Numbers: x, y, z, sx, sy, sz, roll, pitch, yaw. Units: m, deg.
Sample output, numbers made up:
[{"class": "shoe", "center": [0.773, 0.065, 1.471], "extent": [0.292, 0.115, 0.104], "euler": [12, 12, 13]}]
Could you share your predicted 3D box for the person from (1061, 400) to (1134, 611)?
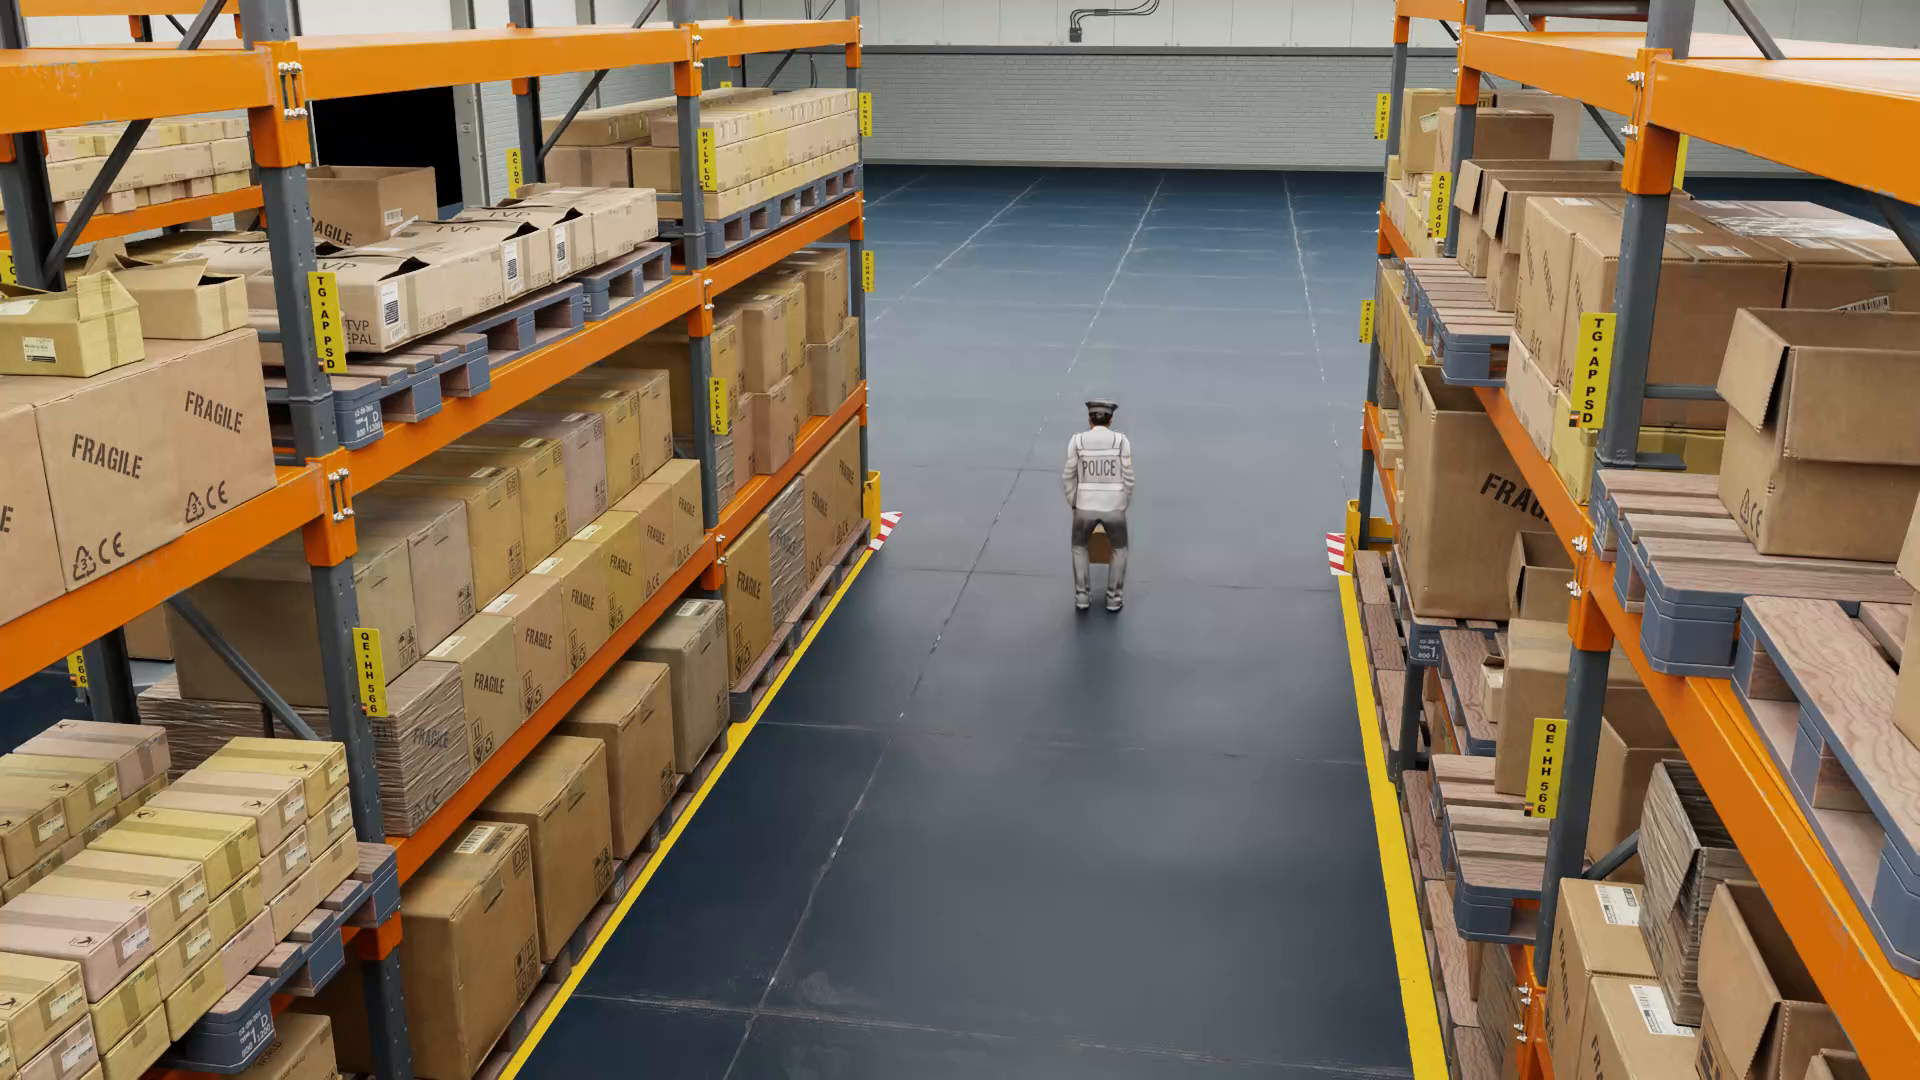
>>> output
[{"class": "person", "center": [0.994, -0.247, 12.064], "extent": [0.526, 1.522, 0.586], "euler": [3, 18, 9]}]
